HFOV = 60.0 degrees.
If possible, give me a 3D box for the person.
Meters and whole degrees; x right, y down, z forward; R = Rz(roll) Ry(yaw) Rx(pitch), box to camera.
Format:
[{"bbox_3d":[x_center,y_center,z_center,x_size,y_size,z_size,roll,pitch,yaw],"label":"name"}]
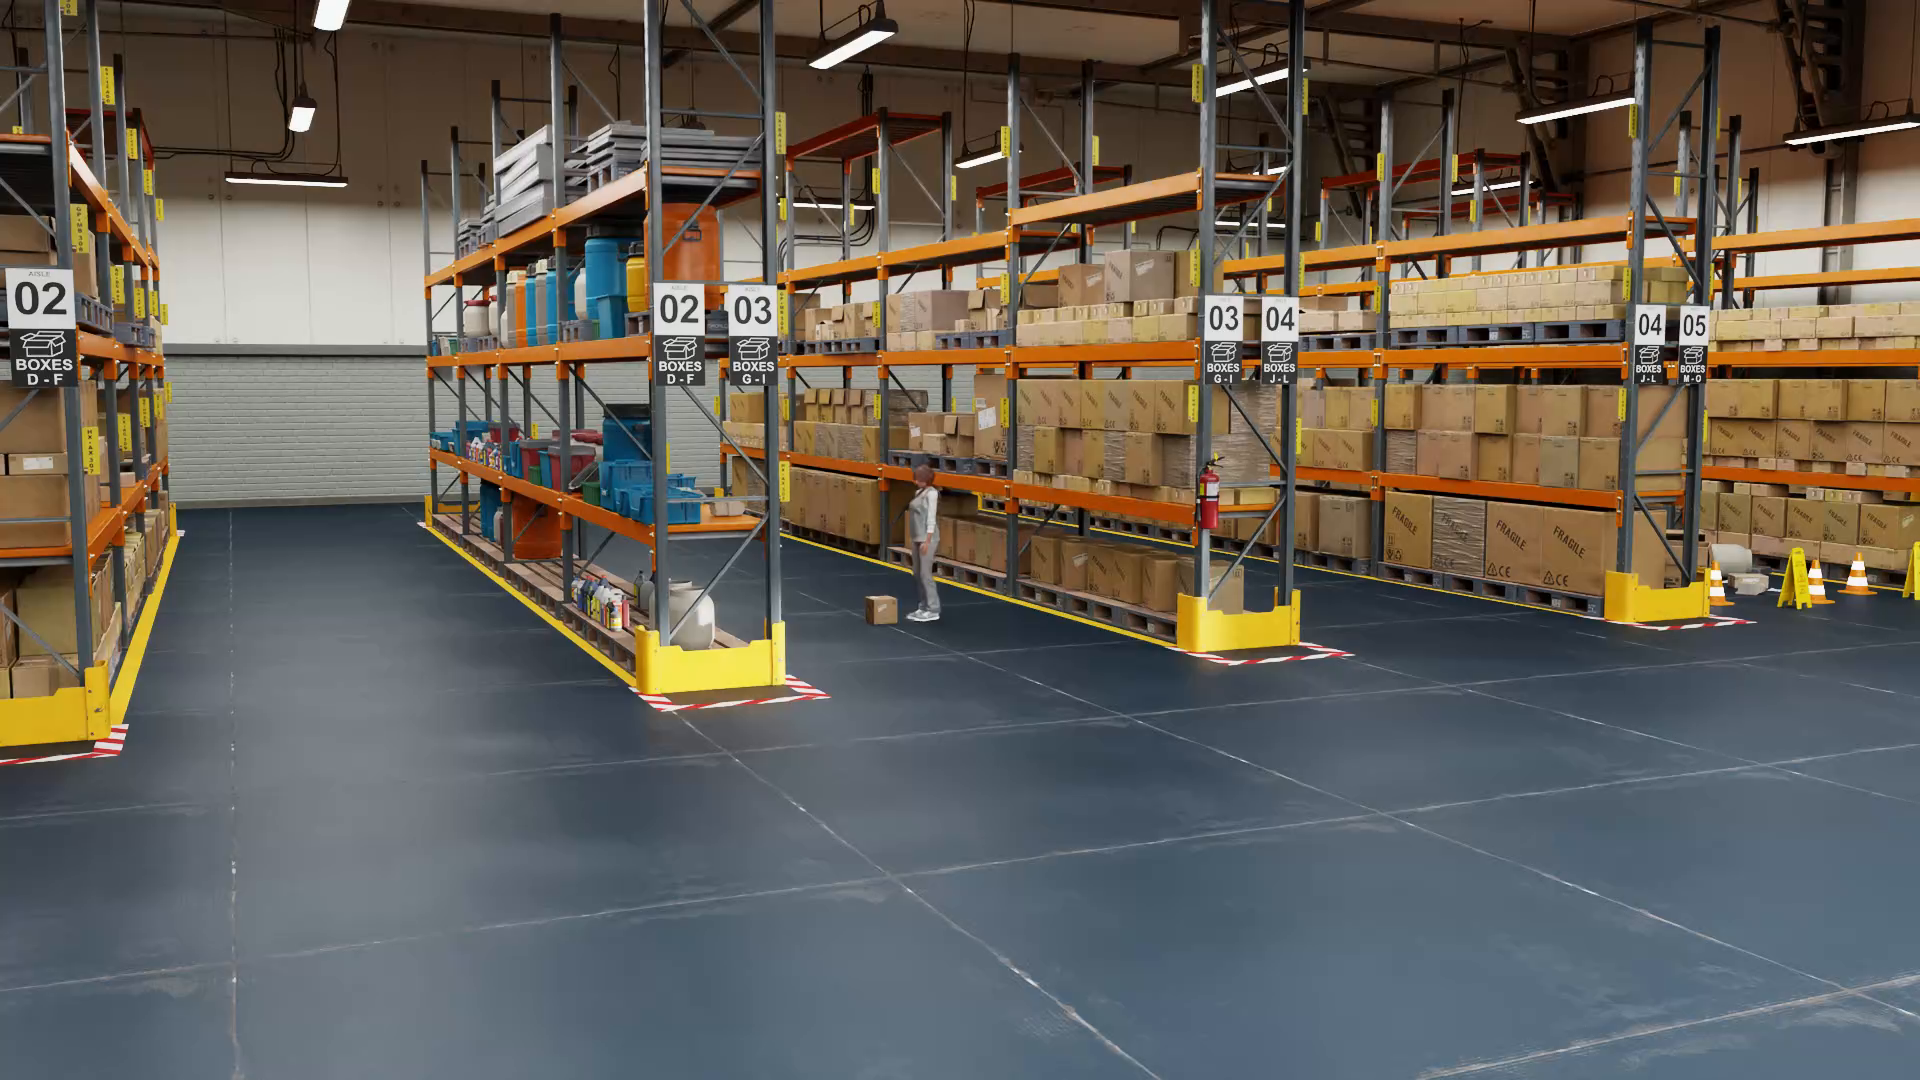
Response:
[{"bbox_3d":[-4.122,-2.997,25.221,25.160,6.005,19.033,-2,6,-23],"label":"person"}]
